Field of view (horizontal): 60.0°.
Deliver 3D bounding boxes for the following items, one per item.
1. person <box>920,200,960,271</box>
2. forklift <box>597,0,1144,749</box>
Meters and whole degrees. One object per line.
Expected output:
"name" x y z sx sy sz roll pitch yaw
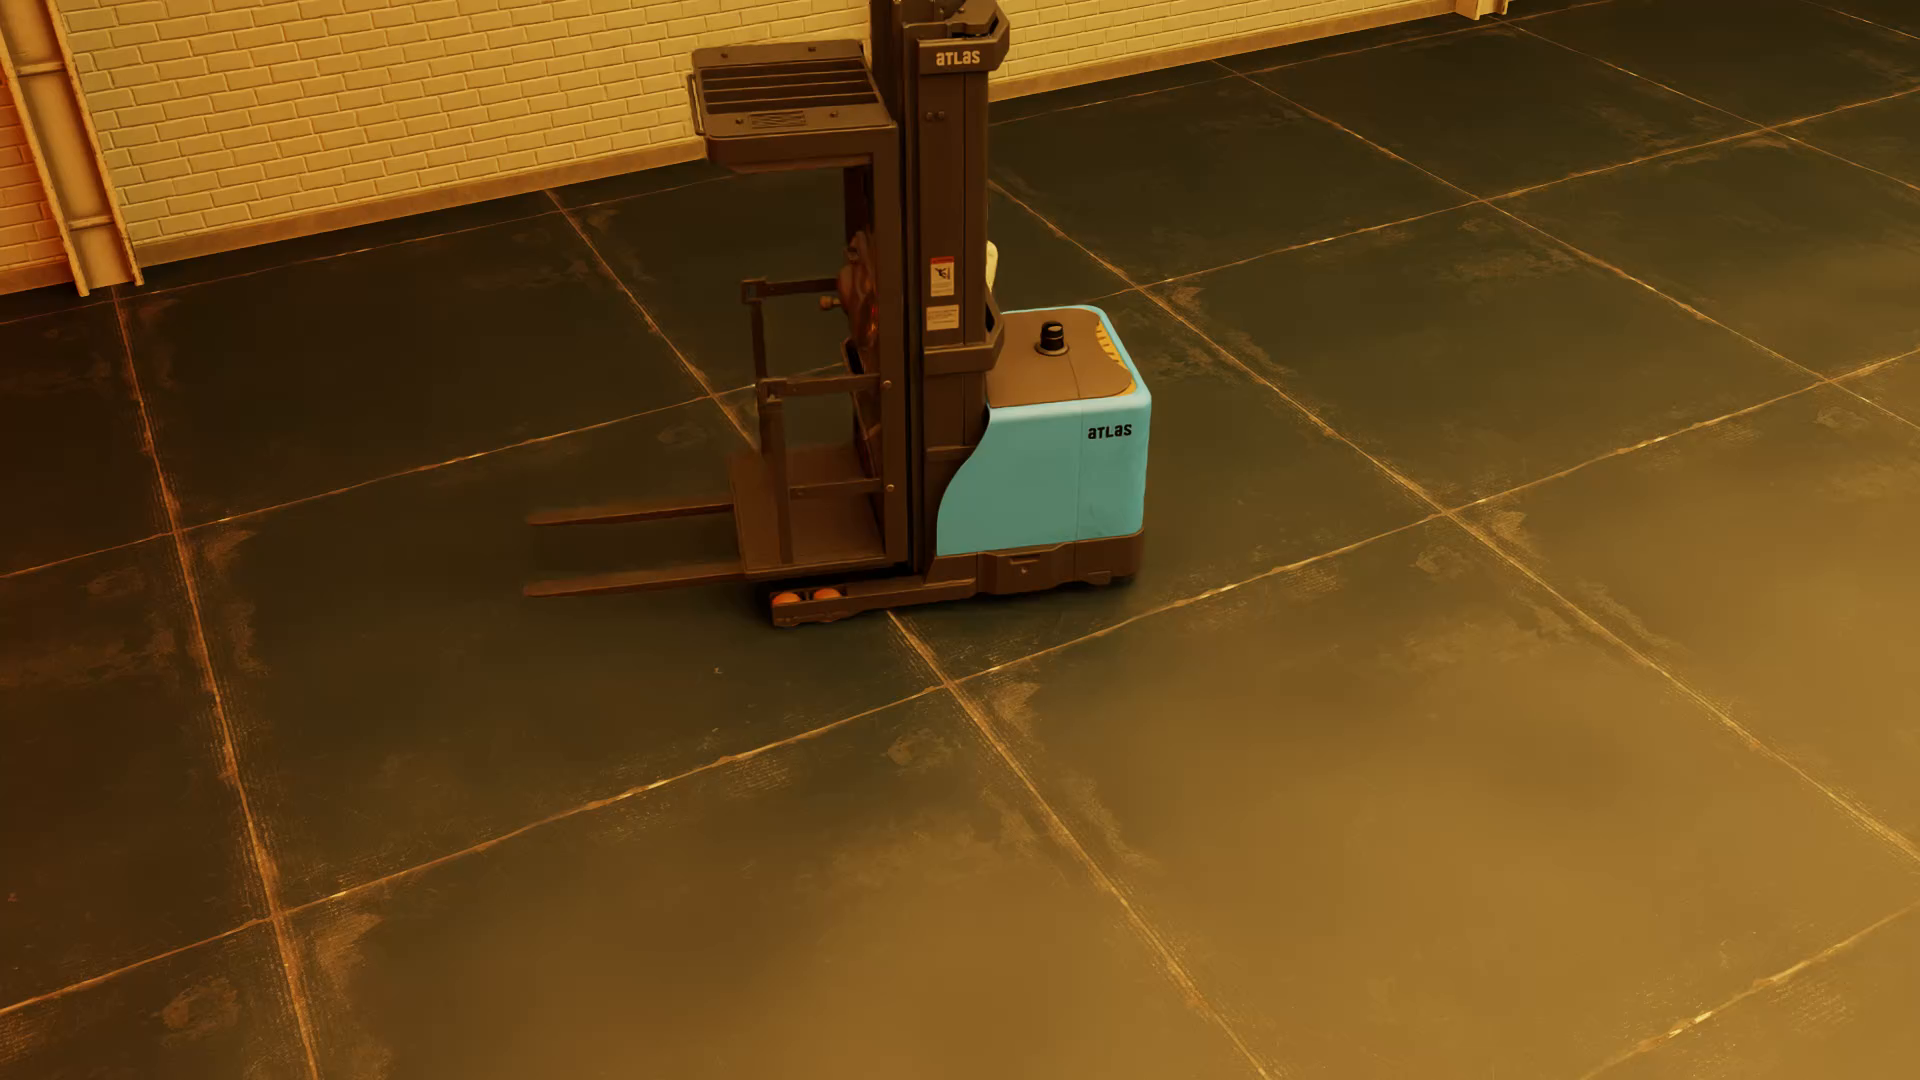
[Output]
"person" -0.324 -2.523 10.768 0.549 1.673 0.548 -10 36 -14
"forklift" -0.390 -0.927 7.434 1.130 2.935 3.031 26 43 31
